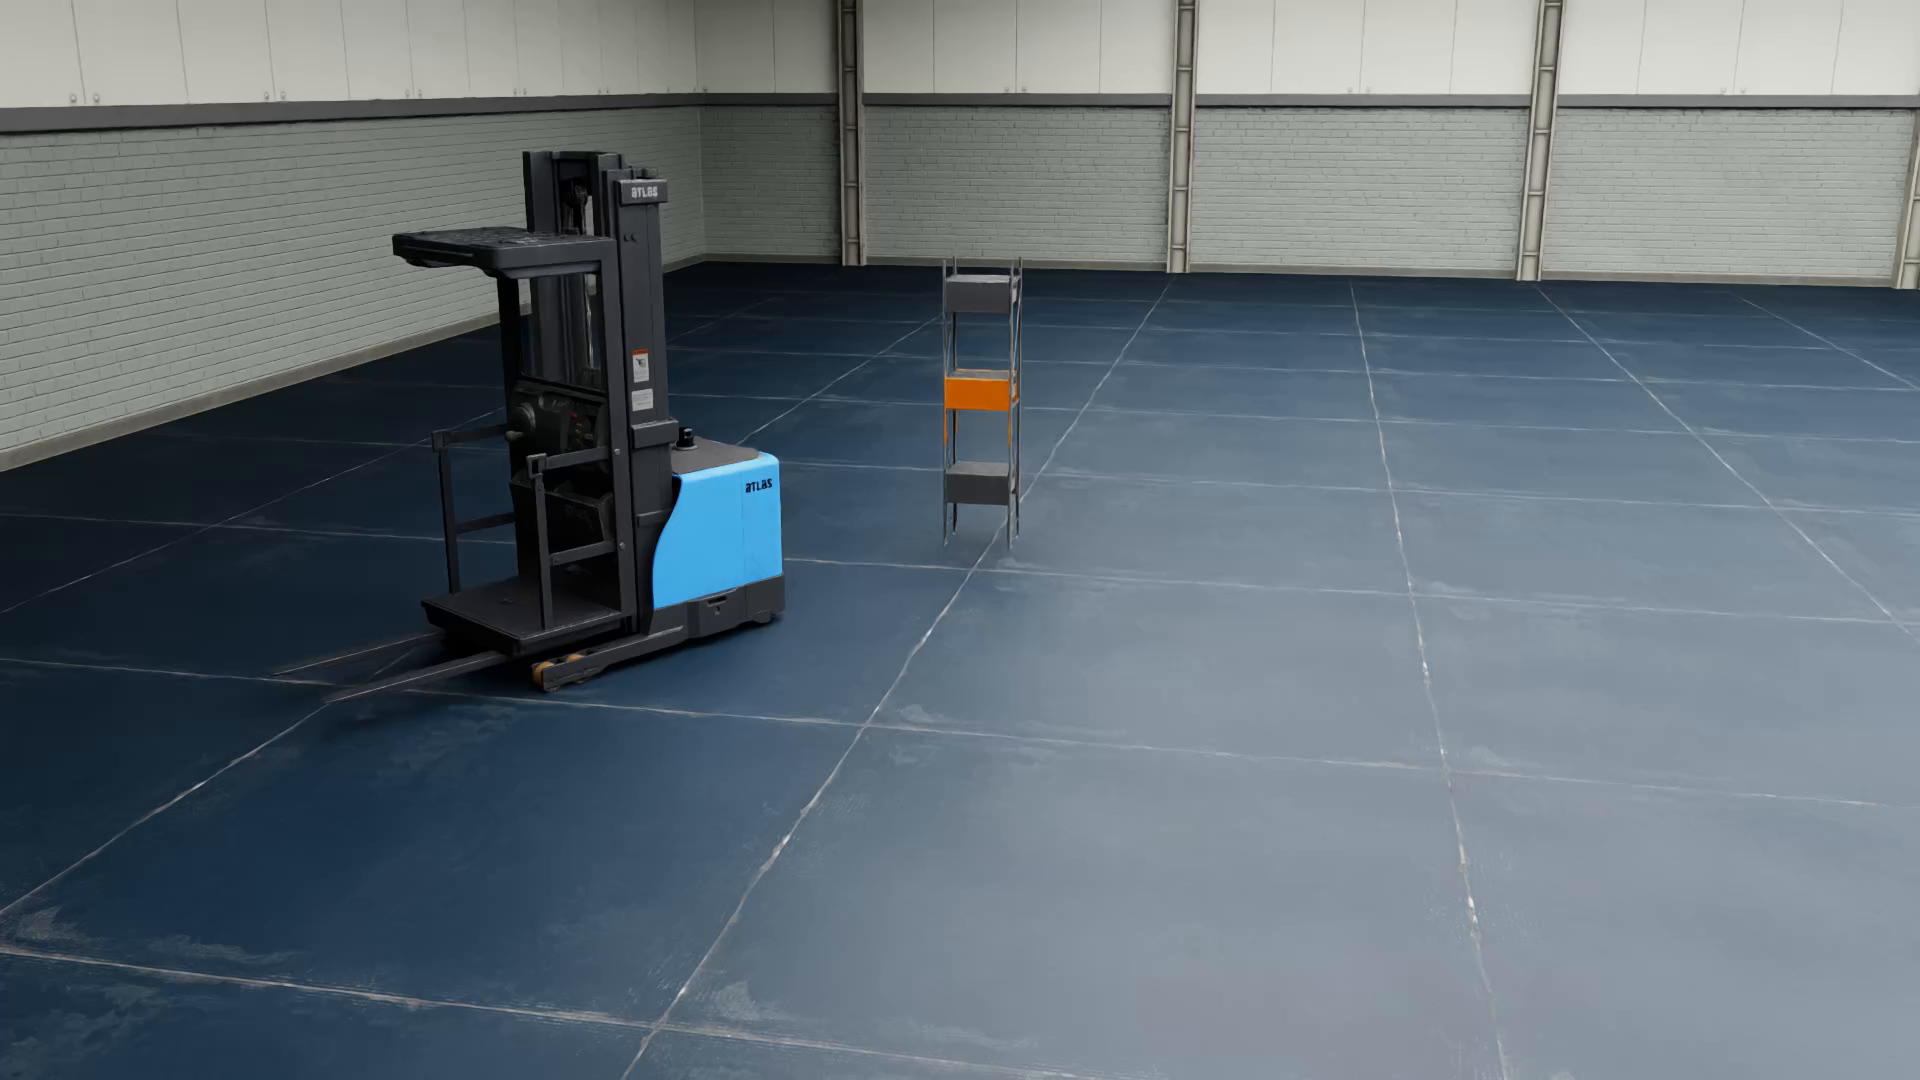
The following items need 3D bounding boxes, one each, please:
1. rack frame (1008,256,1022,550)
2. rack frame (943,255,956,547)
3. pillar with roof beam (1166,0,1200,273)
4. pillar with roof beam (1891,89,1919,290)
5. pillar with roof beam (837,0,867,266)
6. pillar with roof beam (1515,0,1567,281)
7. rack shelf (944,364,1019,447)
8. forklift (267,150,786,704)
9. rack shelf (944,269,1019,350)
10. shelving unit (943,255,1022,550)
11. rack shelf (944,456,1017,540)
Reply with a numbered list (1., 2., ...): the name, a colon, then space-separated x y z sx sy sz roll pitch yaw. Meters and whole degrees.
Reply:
1. rack frame: 0.401 -0.990 12.133 0.015 2.100 0.400 3 16 11
2. rack frame: -0.077 -1.016 12.227 0.015 2.100 0.400 3 16 11
3. pillar with roof beam: 3.056 -8.019 24.585 0.400 9.000 9.100 3 16 11
4. pillar with roof beam: 14.815 -7.381 22.280 0.400 9.000 9.100 3 16 11
5. pillar with roof beam: -2.824 -8.338 25.737 0.400 9.000 9.100 3 16 11
6. pillar with roof beam: 8.936 -7.700 23.432 0.400 9.000 9.100 3 16 11
7. rack shelf: 0.162 -0.990 12.184 0.480 0.518 0.431 3 16 11
8. forklift: -2.493 -0.708 9.558 1.130 2.935 3.031 14 21 41
9. rack shelf: 0.162 -1.665 11.997 0.480 0.518 0.431 3 16 11
10. shelving unit: 0.162 -1.003 12.180 0.503 2.100 0.431 3 16 11
11. rack shelf: 0.162 -0.315 12.370 0.480 0.518 0.431 3 16 11
